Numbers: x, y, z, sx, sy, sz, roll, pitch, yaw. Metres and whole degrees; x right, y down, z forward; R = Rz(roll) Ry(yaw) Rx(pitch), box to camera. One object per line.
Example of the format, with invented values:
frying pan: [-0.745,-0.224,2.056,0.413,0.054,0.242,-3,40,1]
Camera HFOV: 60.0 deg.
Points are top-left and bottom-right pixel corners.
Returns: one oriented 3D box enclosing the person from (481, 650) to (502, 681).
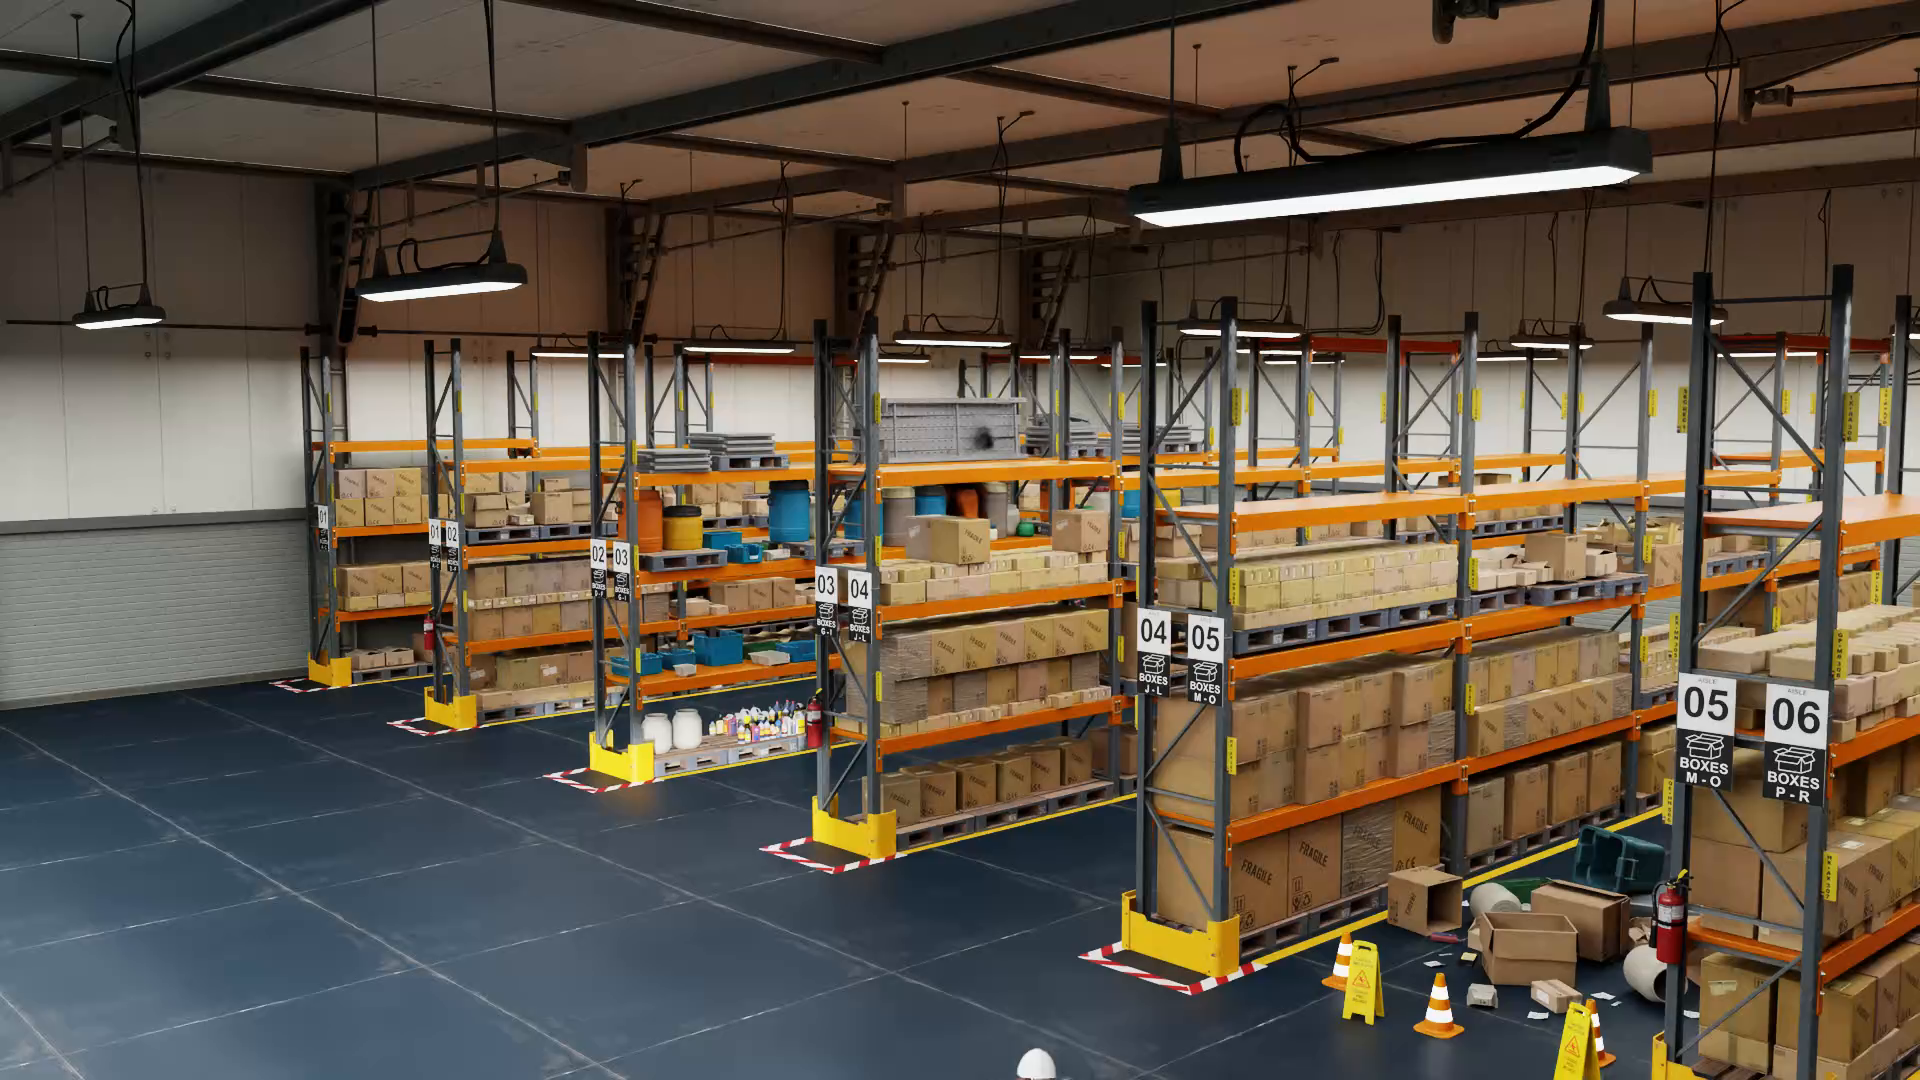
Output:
person: [-7.995,1.877,28.324,0.509,1.566,0.625,5,7,45]

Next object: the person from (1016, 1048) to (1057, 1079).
person: [0.443,3.515,8.788,0.733,1.745,0.802,1,5,7]

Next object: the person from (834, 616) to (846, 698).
person: [-2.185,1.852,28.143,0.576,1.662,0.580,4,7,40]
